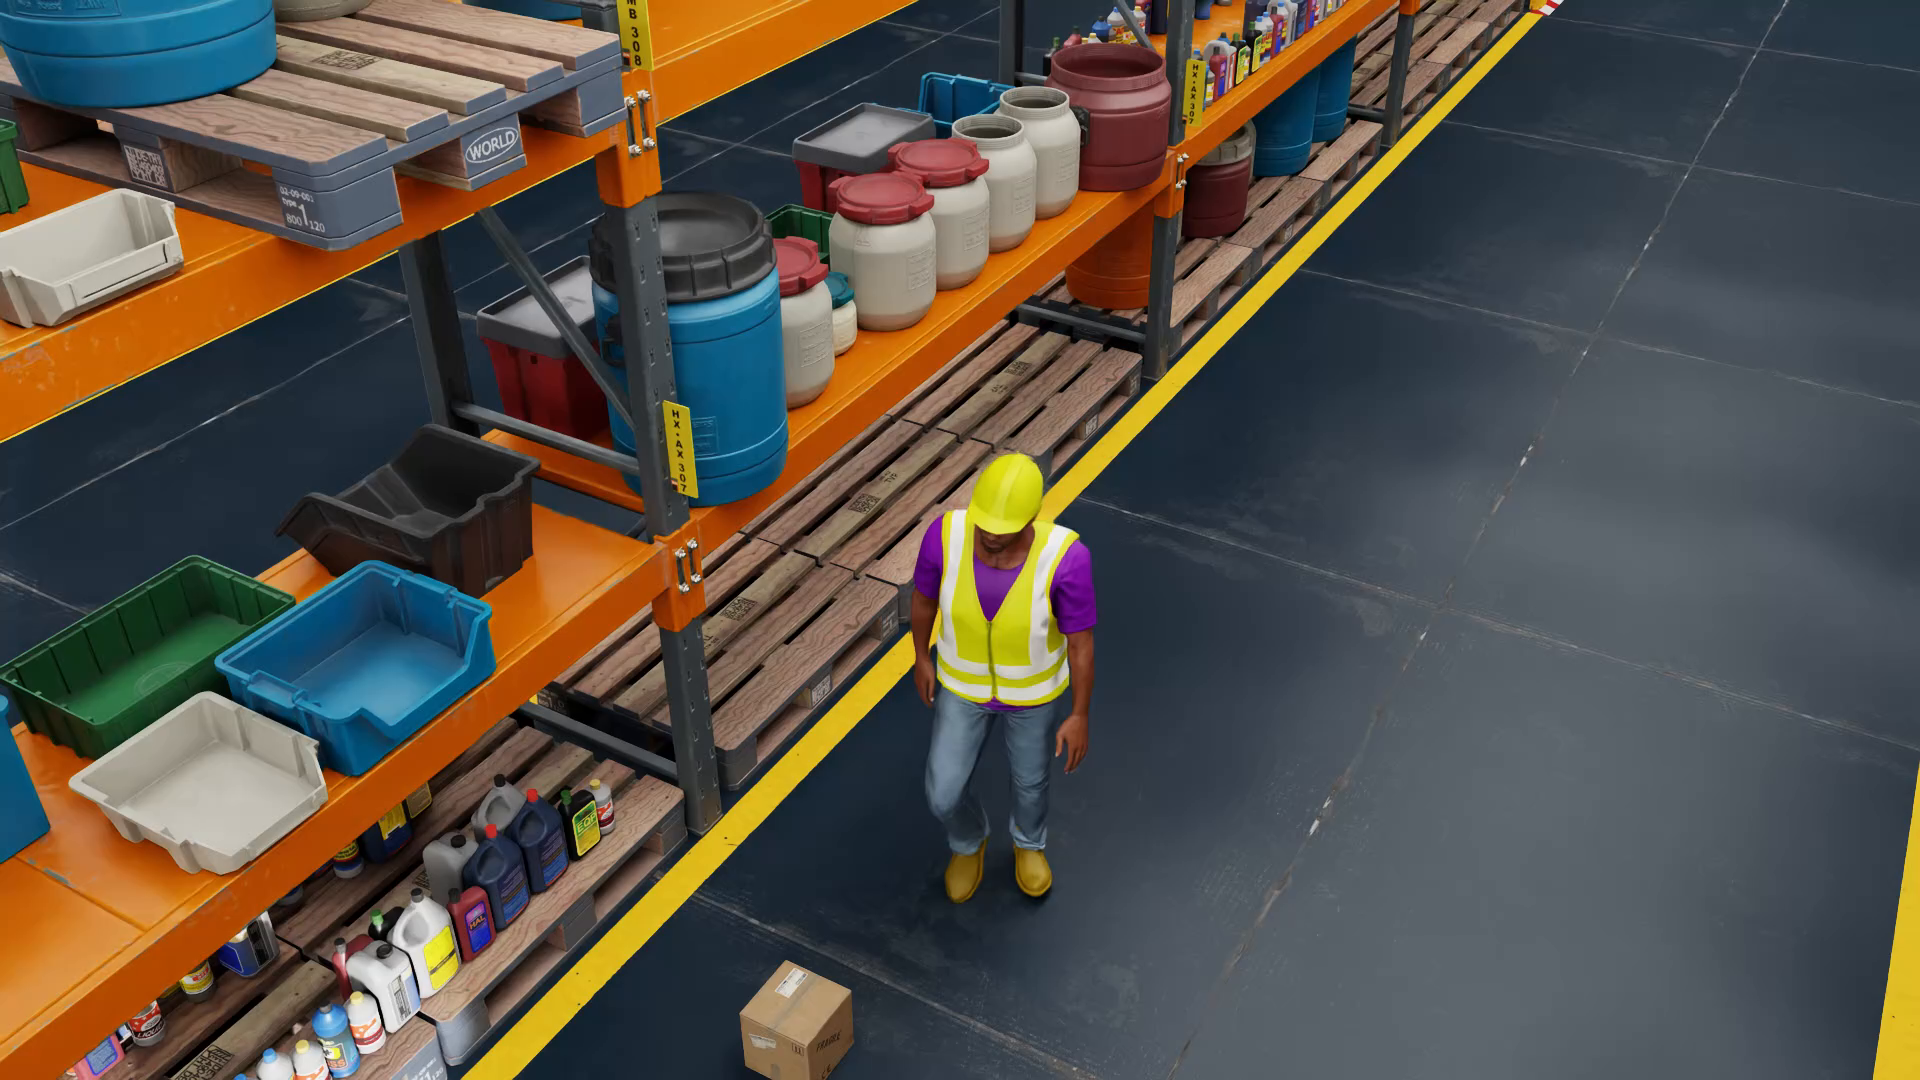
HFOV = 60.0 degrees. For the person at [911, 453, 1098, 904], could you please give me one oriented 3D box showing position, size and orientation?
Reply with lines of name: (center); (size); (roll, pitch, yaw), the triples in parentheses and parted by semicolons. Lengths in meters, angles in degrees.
person: (0.128, 0.493, 5.382); (0.619, 1.789, 0.483); (5, 34, 8)
